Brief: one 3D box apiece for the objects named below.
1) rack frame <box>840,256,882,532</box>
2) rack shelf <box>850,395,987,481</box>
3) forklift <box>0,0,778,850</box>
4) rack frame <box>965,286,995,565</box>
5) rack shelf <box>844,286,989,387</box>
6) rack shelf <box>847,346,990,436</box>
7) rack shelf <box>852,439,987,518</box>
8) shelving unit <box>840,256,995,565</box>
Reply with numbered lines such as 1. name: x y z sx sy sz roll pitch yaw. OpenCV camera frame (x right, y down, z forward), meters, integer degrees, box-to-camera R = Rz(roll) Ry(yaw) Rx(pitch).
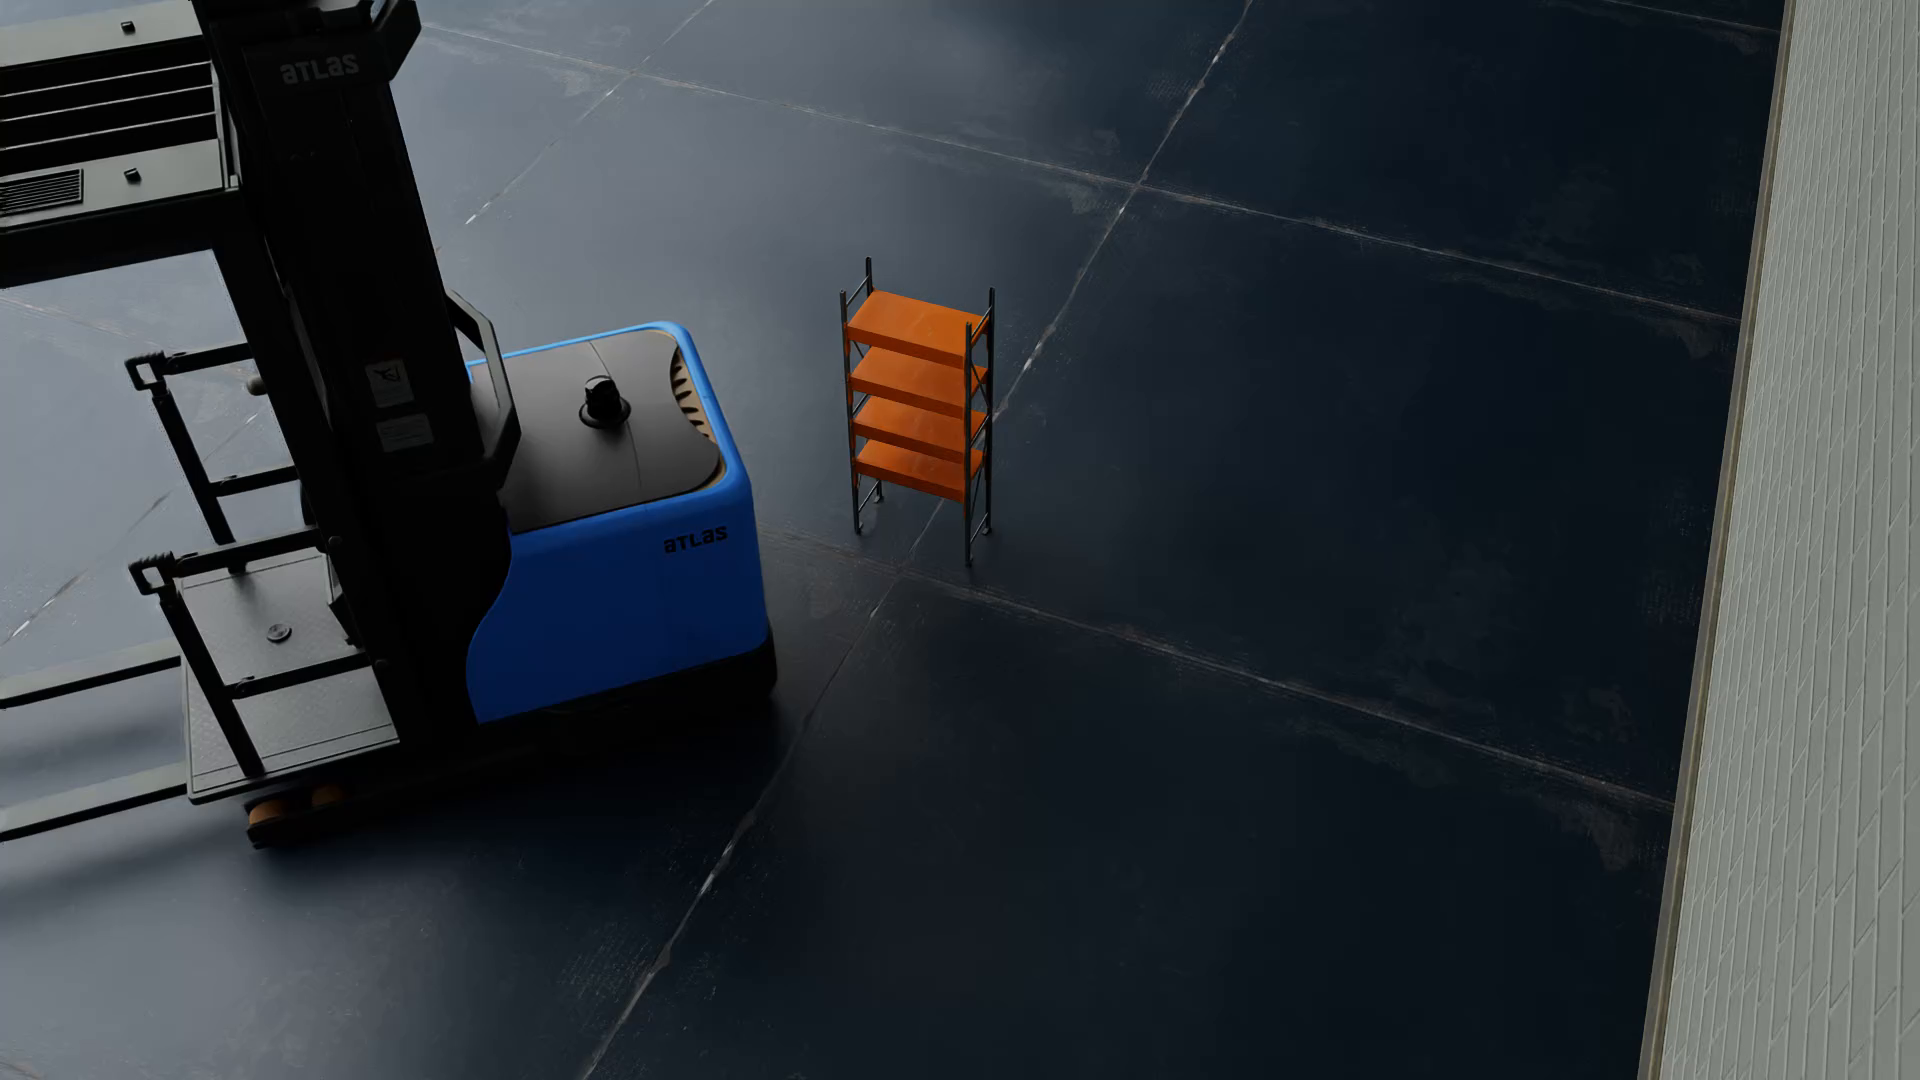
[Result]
1. rack frame: -0.378 -0.537 6.439 0.015 1.200 0.240 16 47 16
2. rack shelf: -0.153 -0.423 6.419 0.480 0.148 0.258 16 47 16
3. forklift: -2.246 -0.415 5.089 3.031 2.935 1.130 -15 47 -14
4. rack frame: 0.072 -0.404 6.305 0.015 1.200 0.240 16 47 16
5. rack shelf: -0.153 -0.749 6.095 0.480 0.148 0.258 16 47 16
6. rack shelf: -0.153 -0.581 6.262 0.480 0.148 0.258 16 47 16
7. rack shelf: -0.153 -0.282 6.559 0.480 0.148 0.258 16 47 16
8. shelving unit: -0.153 -0.470 6.372 0.503 1.200 0.258 16 47 16
